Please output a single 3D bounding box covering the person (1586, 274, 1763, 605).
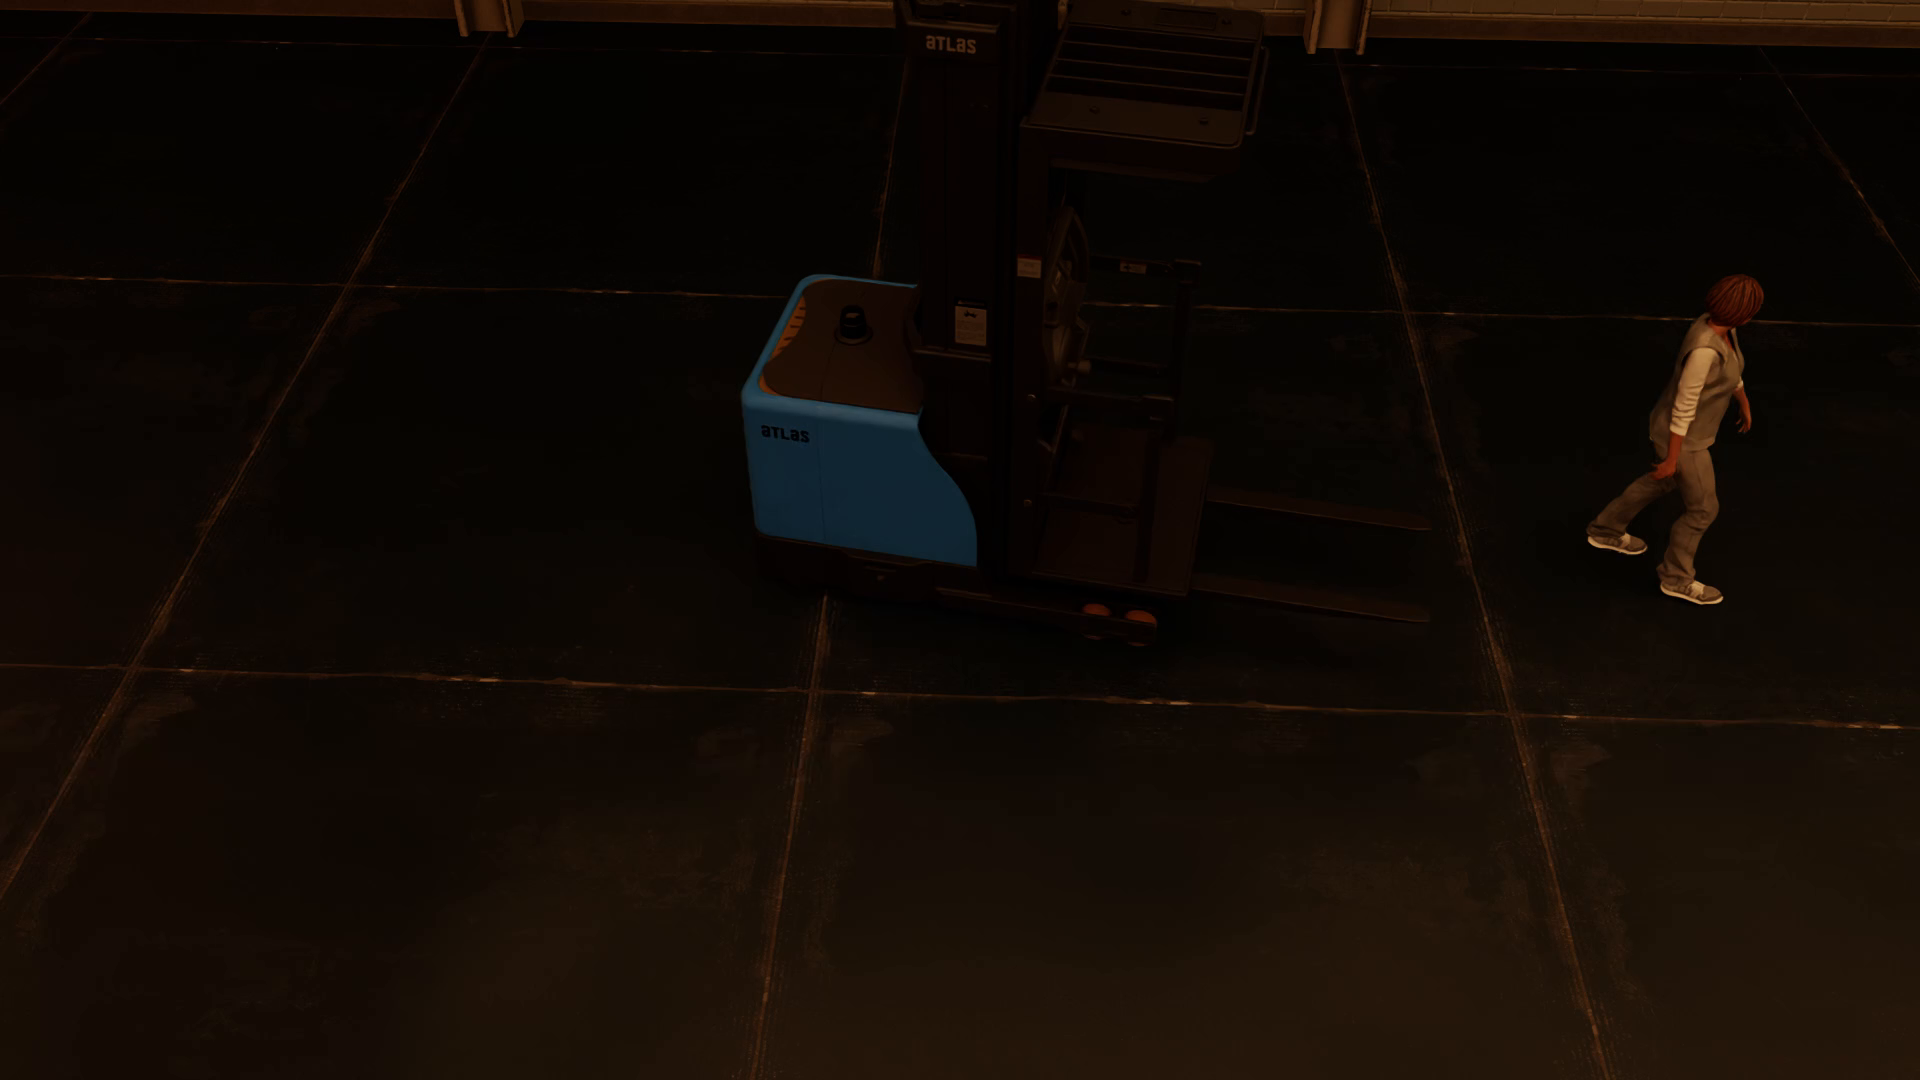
[{"bbox_3d":[3.231,-0.450,7.256,0.637,1.563,0.535,16,45,17],"label":"person"}]

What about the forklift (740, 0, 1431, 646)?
[{"bbox_3d":[0.624,-1.004,6.842,3.031,2.935,1.130,8,43,9],"label":"forklift"}]
